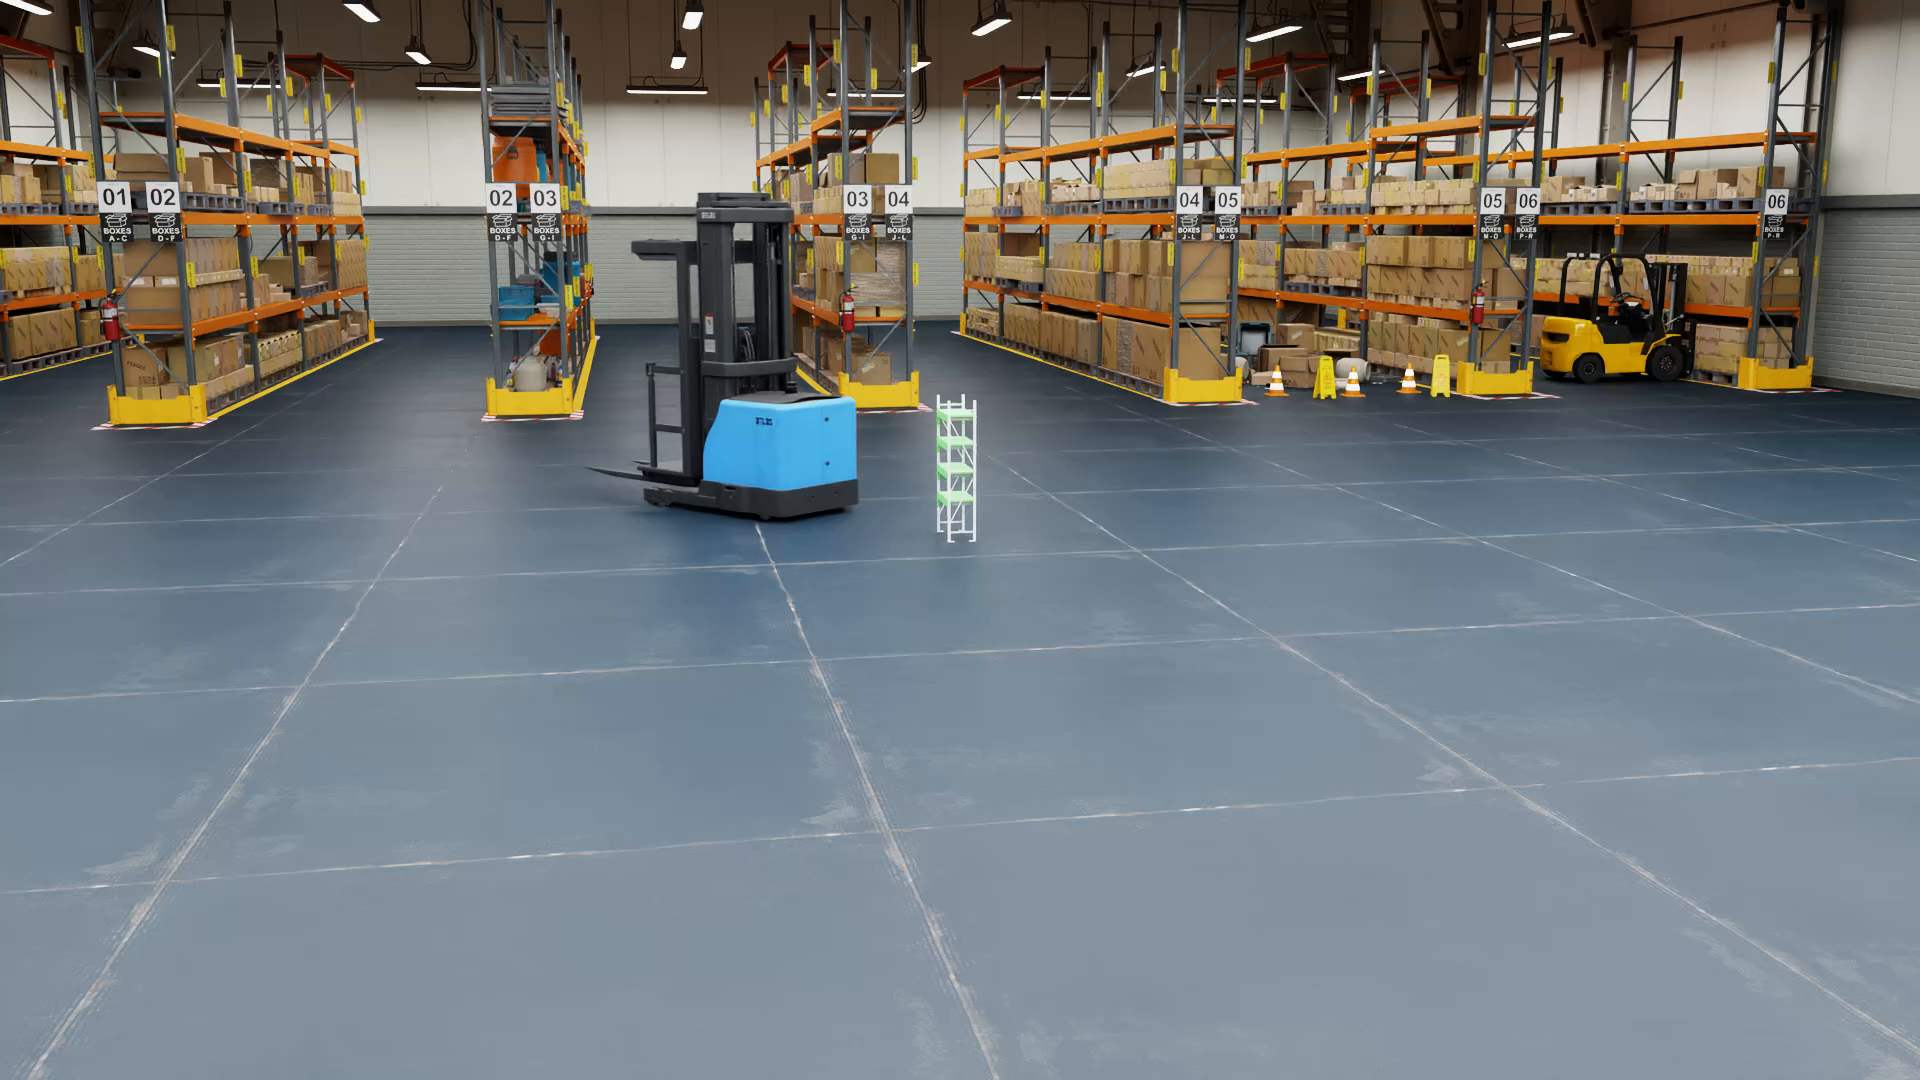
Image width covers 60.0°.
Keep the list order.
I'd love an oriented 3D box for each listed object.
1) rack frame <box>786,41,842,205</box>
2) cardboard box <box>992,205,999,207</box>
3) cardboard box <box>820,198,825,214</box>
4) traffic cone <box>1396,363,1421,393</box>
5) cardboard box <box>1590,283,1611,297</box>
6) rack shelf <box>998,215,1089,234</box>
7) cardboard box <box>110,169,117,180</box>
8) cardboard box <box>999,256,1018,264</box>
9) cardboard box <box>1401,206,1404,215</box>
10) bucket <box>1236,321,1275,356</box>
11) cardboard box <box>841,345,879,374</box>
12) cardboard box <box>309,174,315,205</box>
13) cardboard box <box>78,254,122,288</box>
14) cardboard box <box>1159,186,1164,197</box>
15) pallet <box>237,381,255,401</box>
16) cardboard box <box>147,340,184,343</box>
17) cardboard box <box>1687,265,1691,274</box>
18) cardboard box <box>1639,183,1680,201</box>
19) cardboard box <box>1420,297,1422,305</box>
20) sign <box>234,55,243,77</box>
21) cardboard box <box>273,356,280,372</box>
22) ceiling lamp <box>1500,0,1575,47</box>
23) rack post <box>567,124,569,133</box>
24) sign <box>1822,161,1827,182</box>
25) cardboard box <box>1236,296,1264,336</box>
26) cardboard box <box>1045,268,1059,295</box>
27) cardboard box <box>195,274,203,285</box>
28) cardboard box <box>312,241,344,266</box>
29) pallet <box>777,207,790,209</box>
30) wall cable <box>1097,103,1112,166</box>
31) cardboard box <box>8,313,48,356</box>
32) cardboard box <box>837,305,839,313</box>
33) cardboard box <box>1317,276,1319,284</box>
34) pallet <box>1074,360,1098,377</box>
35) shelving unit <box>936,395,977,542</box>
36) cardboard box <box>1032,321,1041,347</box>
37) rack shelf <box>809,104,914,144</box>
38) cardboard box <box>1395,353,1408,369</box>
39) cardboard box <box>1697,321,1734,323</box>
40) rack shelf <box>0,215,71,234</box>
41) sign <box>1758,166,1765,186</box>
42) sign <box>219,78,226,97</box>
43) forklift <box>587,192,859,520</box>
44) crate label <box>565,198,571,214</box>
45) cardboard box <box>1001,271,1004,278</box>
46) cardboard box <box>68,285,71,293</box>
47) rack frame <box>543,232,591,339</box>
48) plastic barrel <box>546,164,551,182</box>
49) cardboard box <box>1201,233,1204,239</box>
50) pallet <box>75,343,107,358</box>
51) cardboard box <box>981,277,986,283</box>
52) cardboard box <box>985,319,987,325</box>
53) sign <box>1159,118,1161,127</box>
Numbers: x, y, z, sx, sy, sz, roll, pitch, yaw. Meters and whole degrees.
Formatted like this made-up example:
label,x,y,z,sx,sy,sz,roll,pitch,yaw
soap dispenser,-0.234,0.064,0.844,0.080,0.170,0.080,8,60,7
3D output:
label,x,y,z,sx,sy,sz,roll,pitch,yaw
rack frame,-2.745,-7.860,31.423,1.000,3.000,0.127,-2,11,-11
cardboard box,1.001,-7.288,36.843,0.500,0.250,0.500,-2,11,-10
cardboard box,-1.937,-5.298,26.391,0.500,0.250,0.500,-3,11,-13
traffic cone,7.183,-2.591,26.573,0.336,0.463,0.334,-2,11,-11
cardboard box,12.267,-4.730,31.424,0.500,0.250,0.500,-2,11,-10
rack shelf,1.751,-6.561,34.548,1.077,0.370,4.000,-2,11,-11
cardboard box,-18.467,-7.739,35.815,0.500,0.500,0.500,-2,11,-11
cardboard box,1.048,-6.043,35.882,0.380,0.149,0.250,-2,11,-9
cardboard box,7.777,-5.635,28.429,0.380,0.149,0.250,-2,11,-13
bucket,5.206,-3.538,29.453,0.726,0.611,0.620,2,1,9
cardboard box,-1.612,-2.867,26.797,0.500,0.500,0.500,-3,11,-16
cardboard box,-13.215,-6.969,33.111,0.600,0.600,0.600,-3,11,-16
cardboard box,-18.616,-5.760,35.637,0.980,0.700,0.700,-2,11,-11
cardboard box,3.250,-5.307,25.318,0.380,0.149,0.250,-2,11,-11
pallet,-11.571,-2.302,25.726,1.003,0.211,1.213,-2,11,-11
cardboard box,-11.608,-2.672,24.436,0.500,0.500,0.500,-2,11,-11
cardboard box,12.824,-4.691,28.820,0.380,0.149,0.250,-2,11,-11
cardboard box,12.545,-6.244,29.806,0.500,0.311,0.500,-2,11,-10
cardboard box,7.971,-4.024,27.988,0.380,0.149,0.250,-2,11,-11
sign,-11.136,-7.319,25.659,0.100,0.325,0.005,-2,11,-11
cardboard box,-11.722,-2.946,27.885,0.500,0.250,0.500,-2,11,-13
ceiling lamp,10.493,-10.430,29.315,0.800,3.185,2.000,-2,11,-11
rack post,-7.785,-7.774,31.174,0.954,0.300,0.937,-2,11,-11
sign,13.945,-5.948,26.851,0.100,0.325,0.005,-2,11,-11
cardboard box,6.580,-4.893,36.440,0.875,0.875,0.875,-2,11,-9
cardboard box,1.962,-5.031,32.340,0.500,0.500,0.500,-2,11,-10
cardboard box,-10.920,-3.674,23.473,0.380,0.149,0.250,-2,11,-12
cardboard box,-13.057,-5.923,34.354,0.500,0.500,0.500,-2,11,-10
pallet,-3.143,-6.614,33.408,1.003,0.211,1.213,-2,11,-8
wall cable,4.037,-10.720,46.452,0.463,3.000,0.029,-2,11,-11
cardboard box,-17.500,-3.823,30.885,0.750,0.750,0.750,-2,11,-11
cardboard box,-1.706,-3.595,25.735,0.380,0.149,0.250,-2,11,-11
cardboard box,7.136,-5.041,32.210,0.380,0.149,0.250,-2,11,-9
pallet,2.694,-3.110,29.969,1.003,0.211,1.213,-2,11,-11
shelving unit,-0.032,-0.620,14.244,0.258,1.200,0.503,-2,11,-11
cardboard box,1.755,-4.164,33.613,0.500,0.500,0.500,-2,11,-11
rack shelf,-1.578,-6.404,25.709,1.077,0.370,4.000,-2,11,-11
cardboard box,7.824,-3.082,28.597,0.500,0.250,0.500,-2,11,-12
cardboard box,13.212,-3.706,29.204,0.500,0.250,0.500,-2,11,-12
rack shelf,-17.710,-5.859,30.858,1.077,0.370,4.000,-2,11,-11
sign,12.865,-5.839,26.674,0.100,0.325,0.005,-2,11,-11
sign,-12.993,-7.976,29.326,0.100,0.325,0.005,-2,11,-11
forklift,-2.409,-1.821,15.925,3.031,2.935,1.130,9,14,39
crate label,-6.087,-5.021,24.929,0.502,0.251,0.408,-2,11,-11
cardboard box,1.092,-5.705,35.697,0.380,0.149,0.250,-2,11,-11
cardboard box,-17.756,-4.940,32.749,0.380,0.149,0.250,-2,11,-10
rack frame,-9.159,-6.200,38.746,1.000,3.000,0.127,-2,11,-11
plastic barrel,-7.657,-6.294,29.877,0.600,0.901,0.600,0,11,0
cardboard box,5.775,-7.054,38.561,0.380,0.149,0.250,-2,11,-11
pallet,-18.170,-3.878,34.007,1.003,0.211,1.213,-2,11,-11
cardboard box,0.702,-6.012,38.435,0.380,0.149,0.250,-2,11,-10
cardboard box,0.801,-5.049,38.408,0.380,0.149,0.250,-3,11,-14
sign,4.874,-10.205,40.823,0.100,0.325,0.005,-2,11,-11
